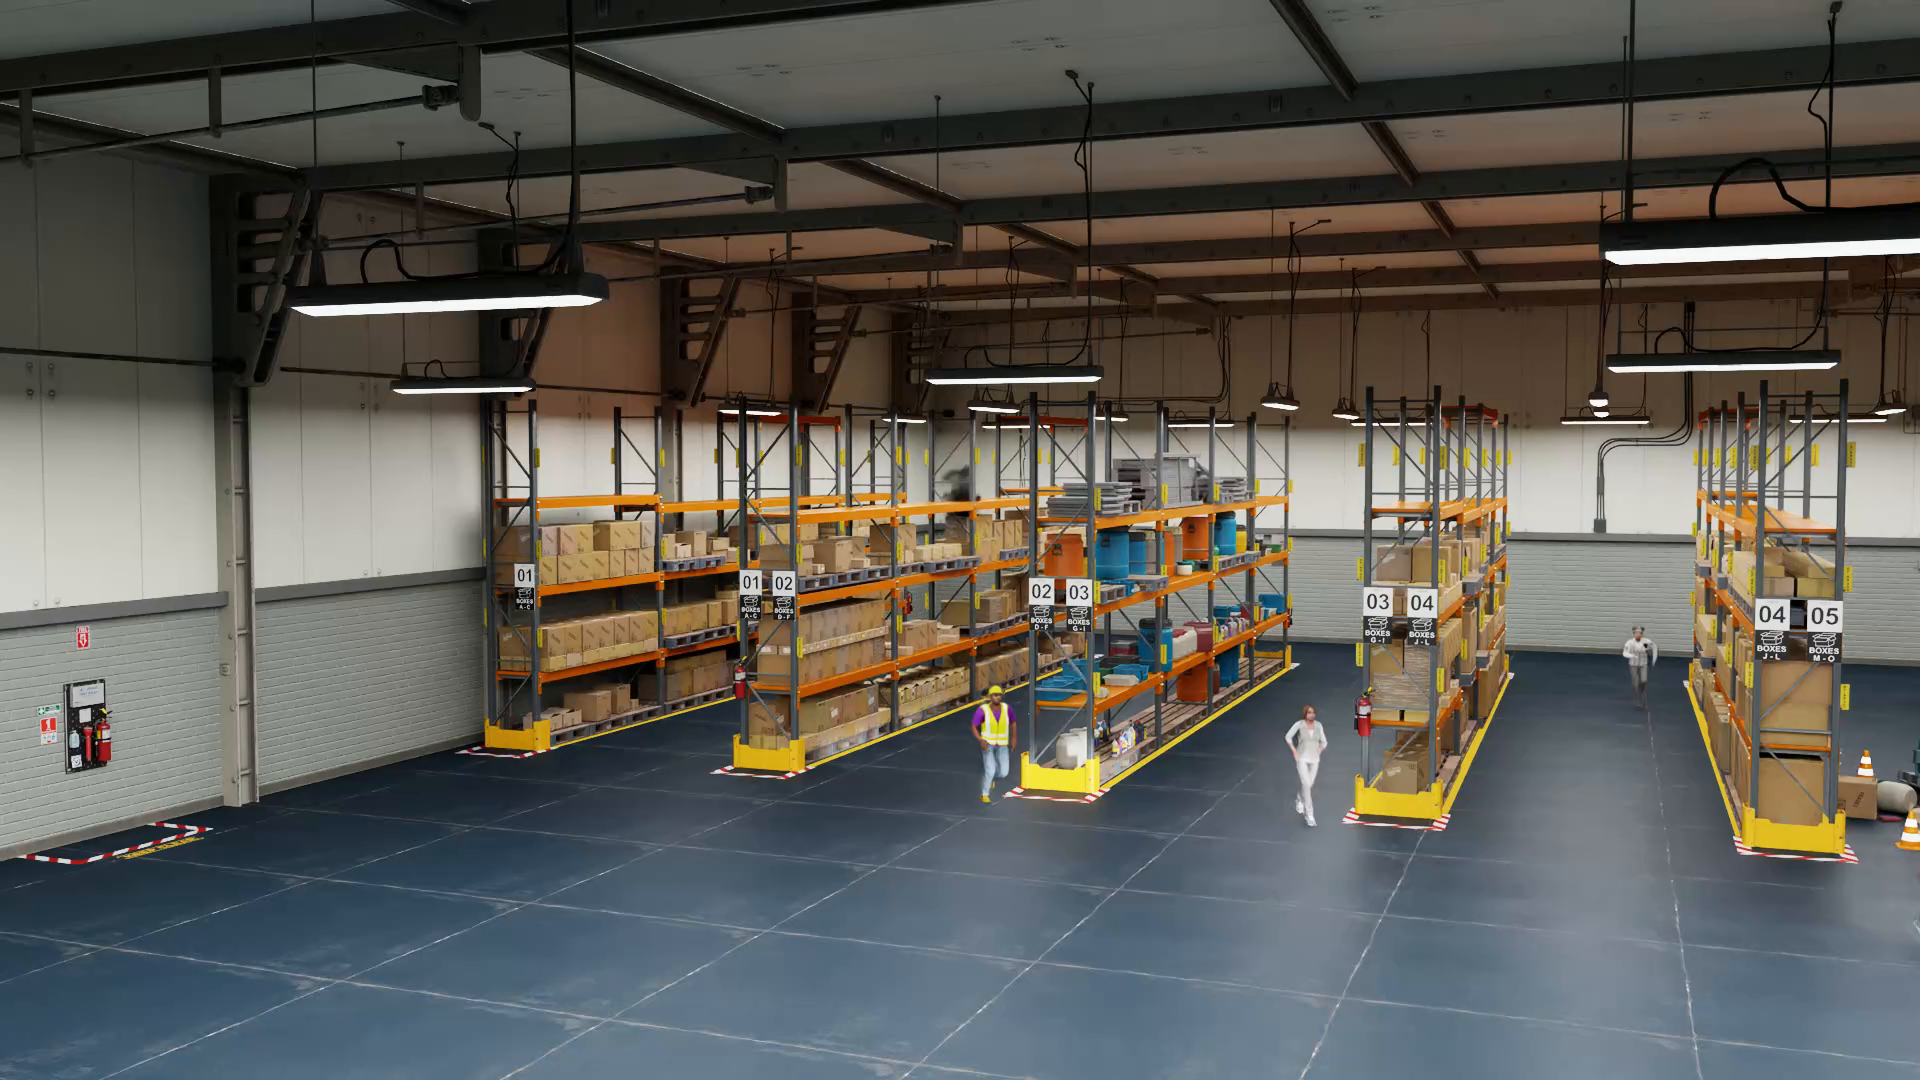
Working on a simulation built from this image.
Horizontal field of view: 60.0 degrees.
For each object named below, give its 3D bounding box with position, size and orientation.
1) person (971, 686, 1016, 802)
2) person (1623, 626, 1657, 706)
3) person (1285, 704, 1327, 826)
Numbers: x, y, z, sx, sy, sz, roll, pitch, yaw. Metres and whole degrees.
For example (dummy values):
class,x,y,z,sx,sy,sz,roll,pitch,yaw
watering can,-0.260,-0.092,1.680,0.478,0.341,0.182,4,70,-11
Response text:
class,x,y,z,sx,sy,sz,roll,pitch,yaw
person,0.505,2.954,24.152,0.720,1.698,0.594,-1,3,-16
person,13.602,2.525,33.247,0.649,1.643,0.717,1,3,19
person,4.797,3.067,22.962,0.539,1.609,0.798,0,3,-9
